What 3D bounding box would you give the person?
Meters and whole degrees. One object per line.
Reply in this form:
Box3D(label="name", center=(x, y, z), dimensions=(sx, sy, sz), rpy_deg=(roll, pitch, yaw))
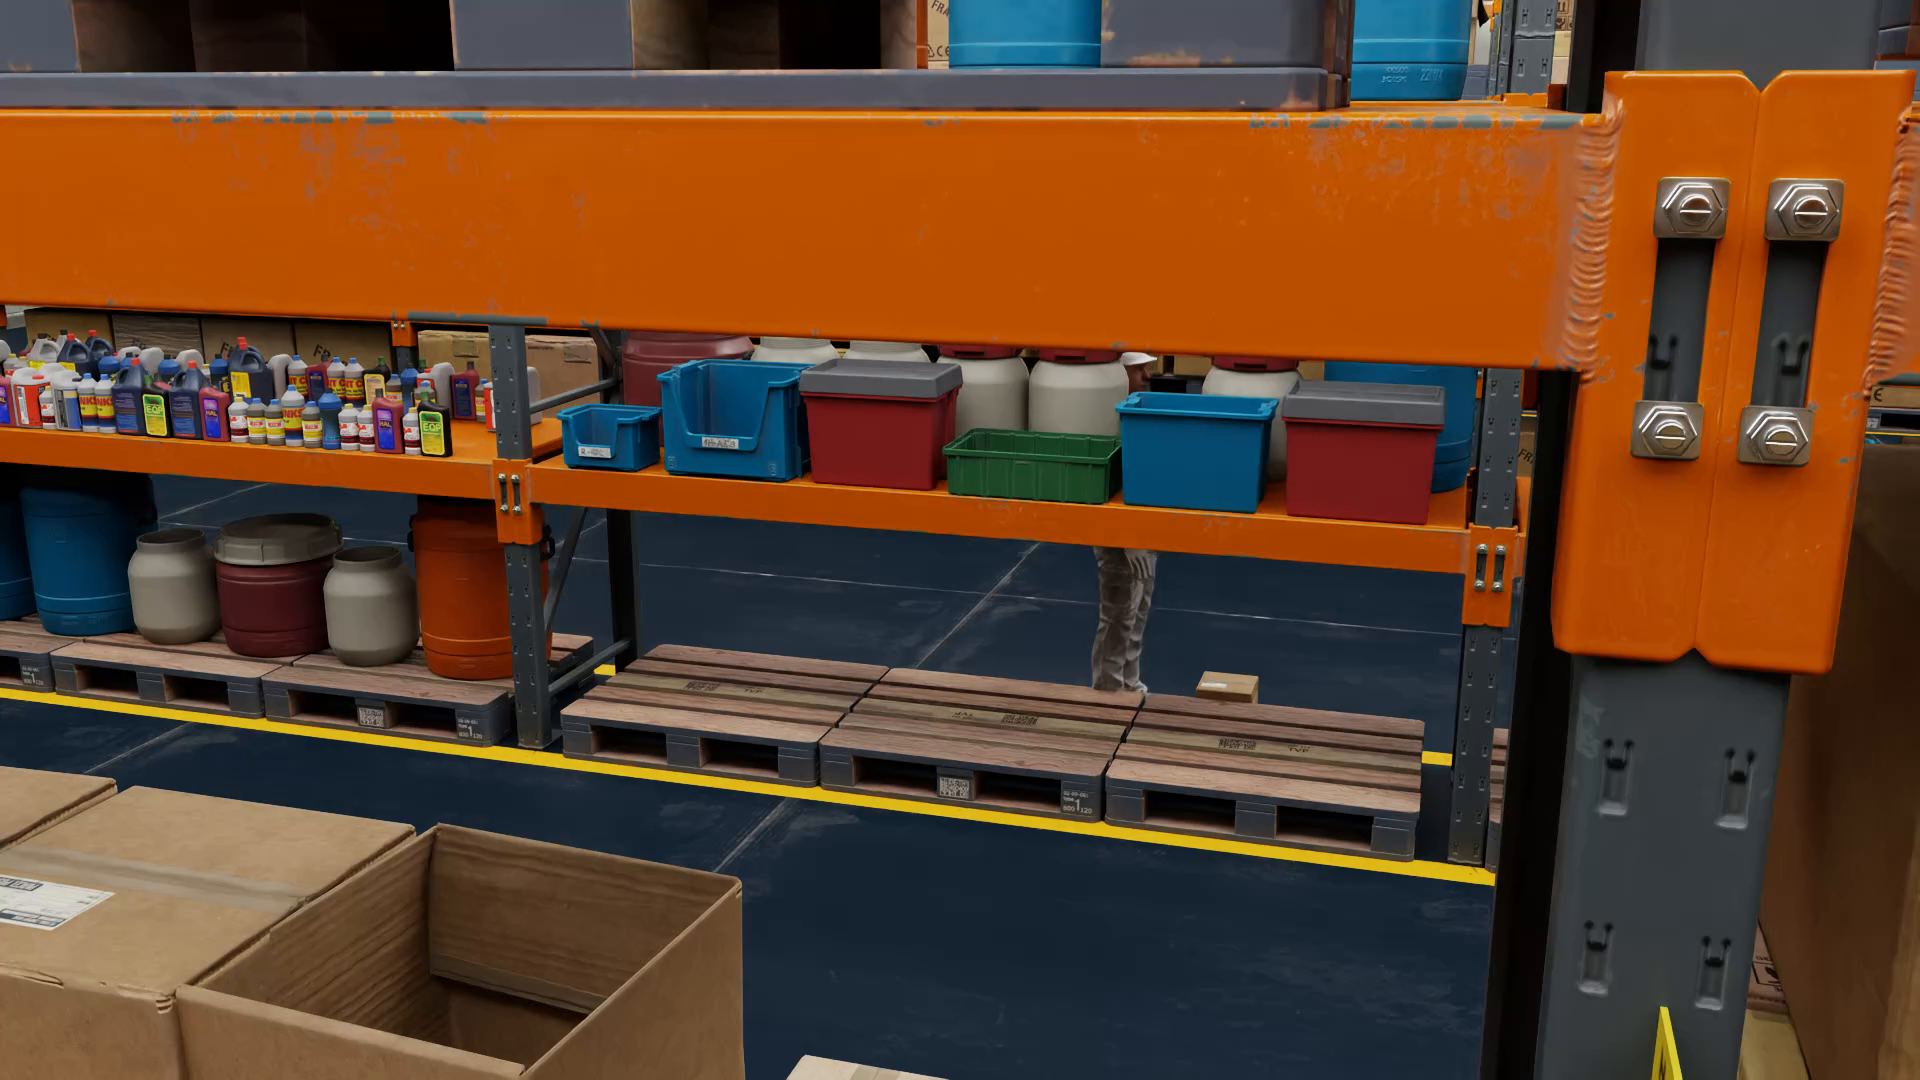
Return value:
Box3D(label="person", center=(0.773, -0.027, 7.508), dimensions=(0.417, 1.798, 0.572), rpy_deg=(5, 16, 17))
